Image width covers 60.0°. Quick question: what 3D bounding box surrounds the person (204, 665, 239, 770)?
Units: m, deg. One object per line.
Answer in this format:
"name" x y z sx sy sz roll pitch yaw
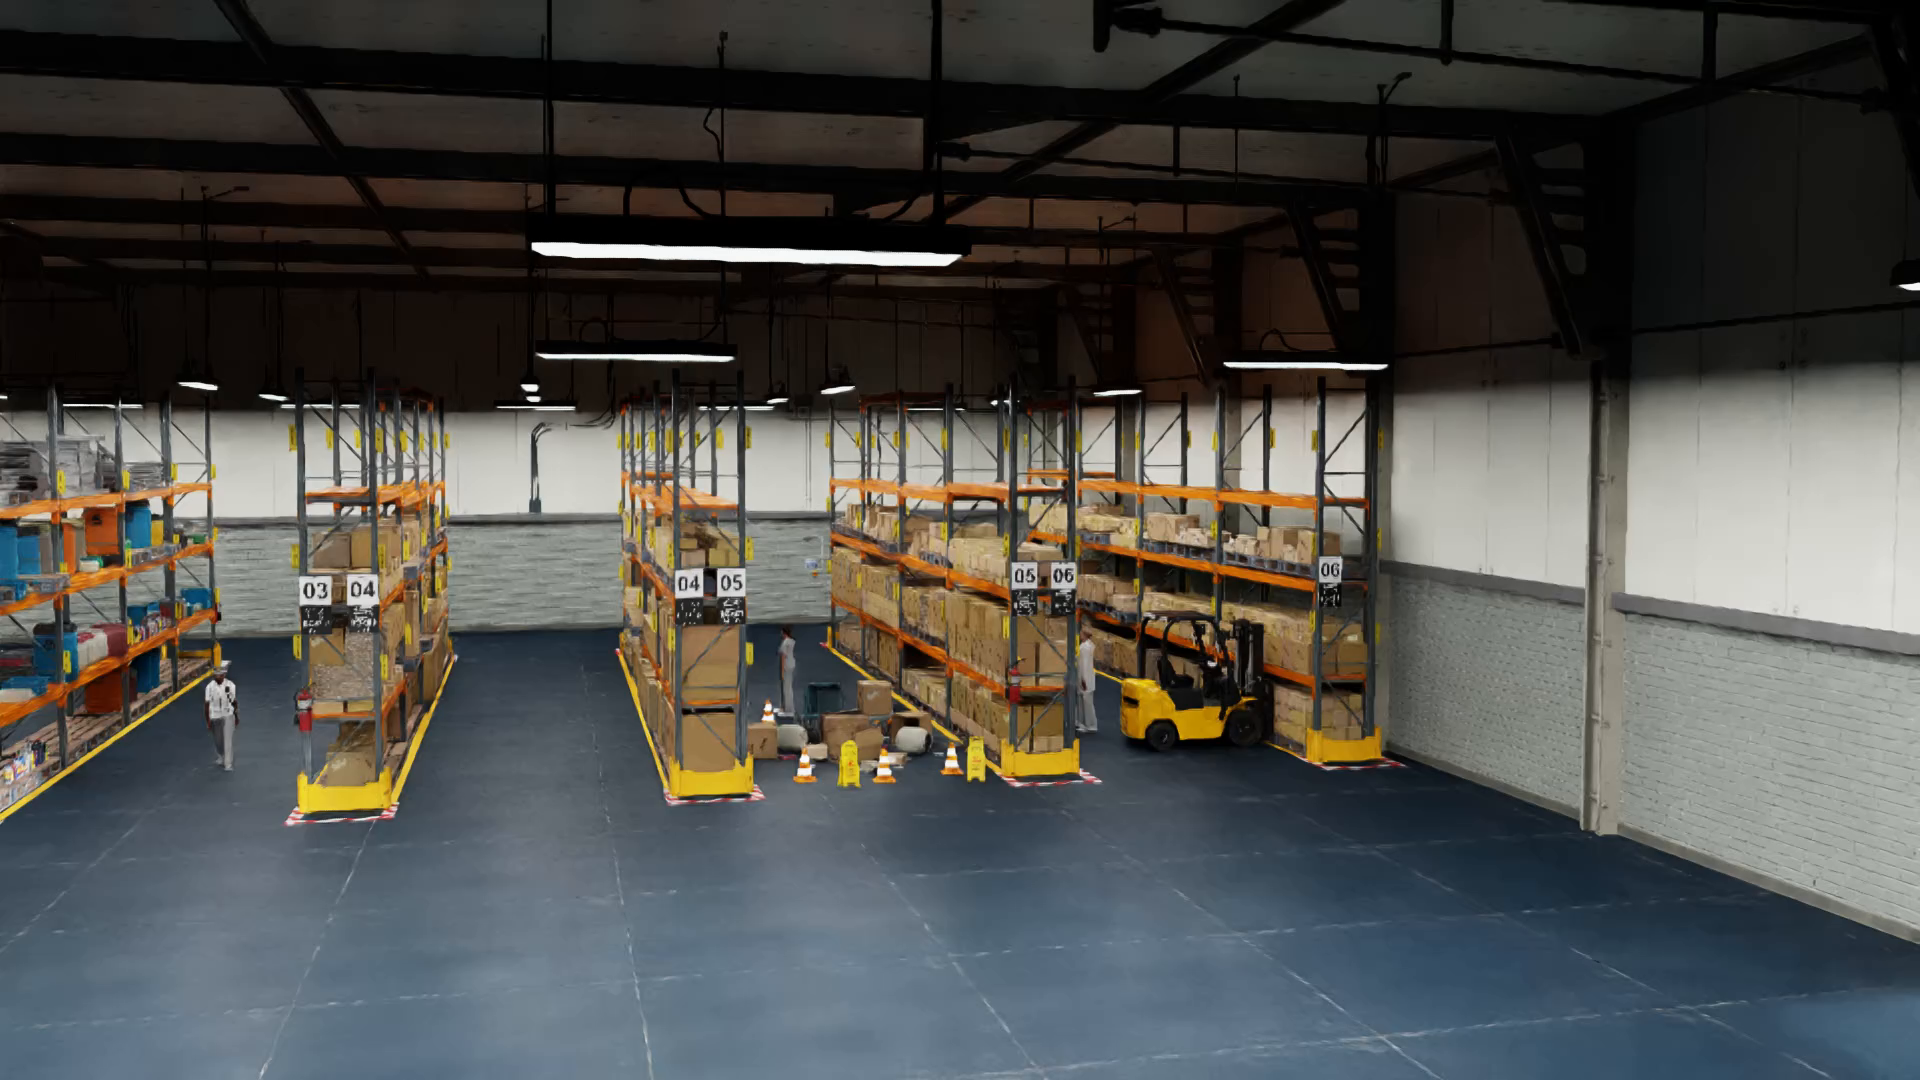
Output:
"person" -11.253 2.676 25.325 0.455 1.587 1.088 -1 4 -16

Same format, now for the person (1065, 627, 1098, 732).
"person" 2.099 2.388 28.702 0.596 1.777 0.669 1 3 12

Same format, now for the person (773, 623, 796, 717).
"person" -3.196 2.349 30.232 0.477 1.675 0.487 1 4 16
